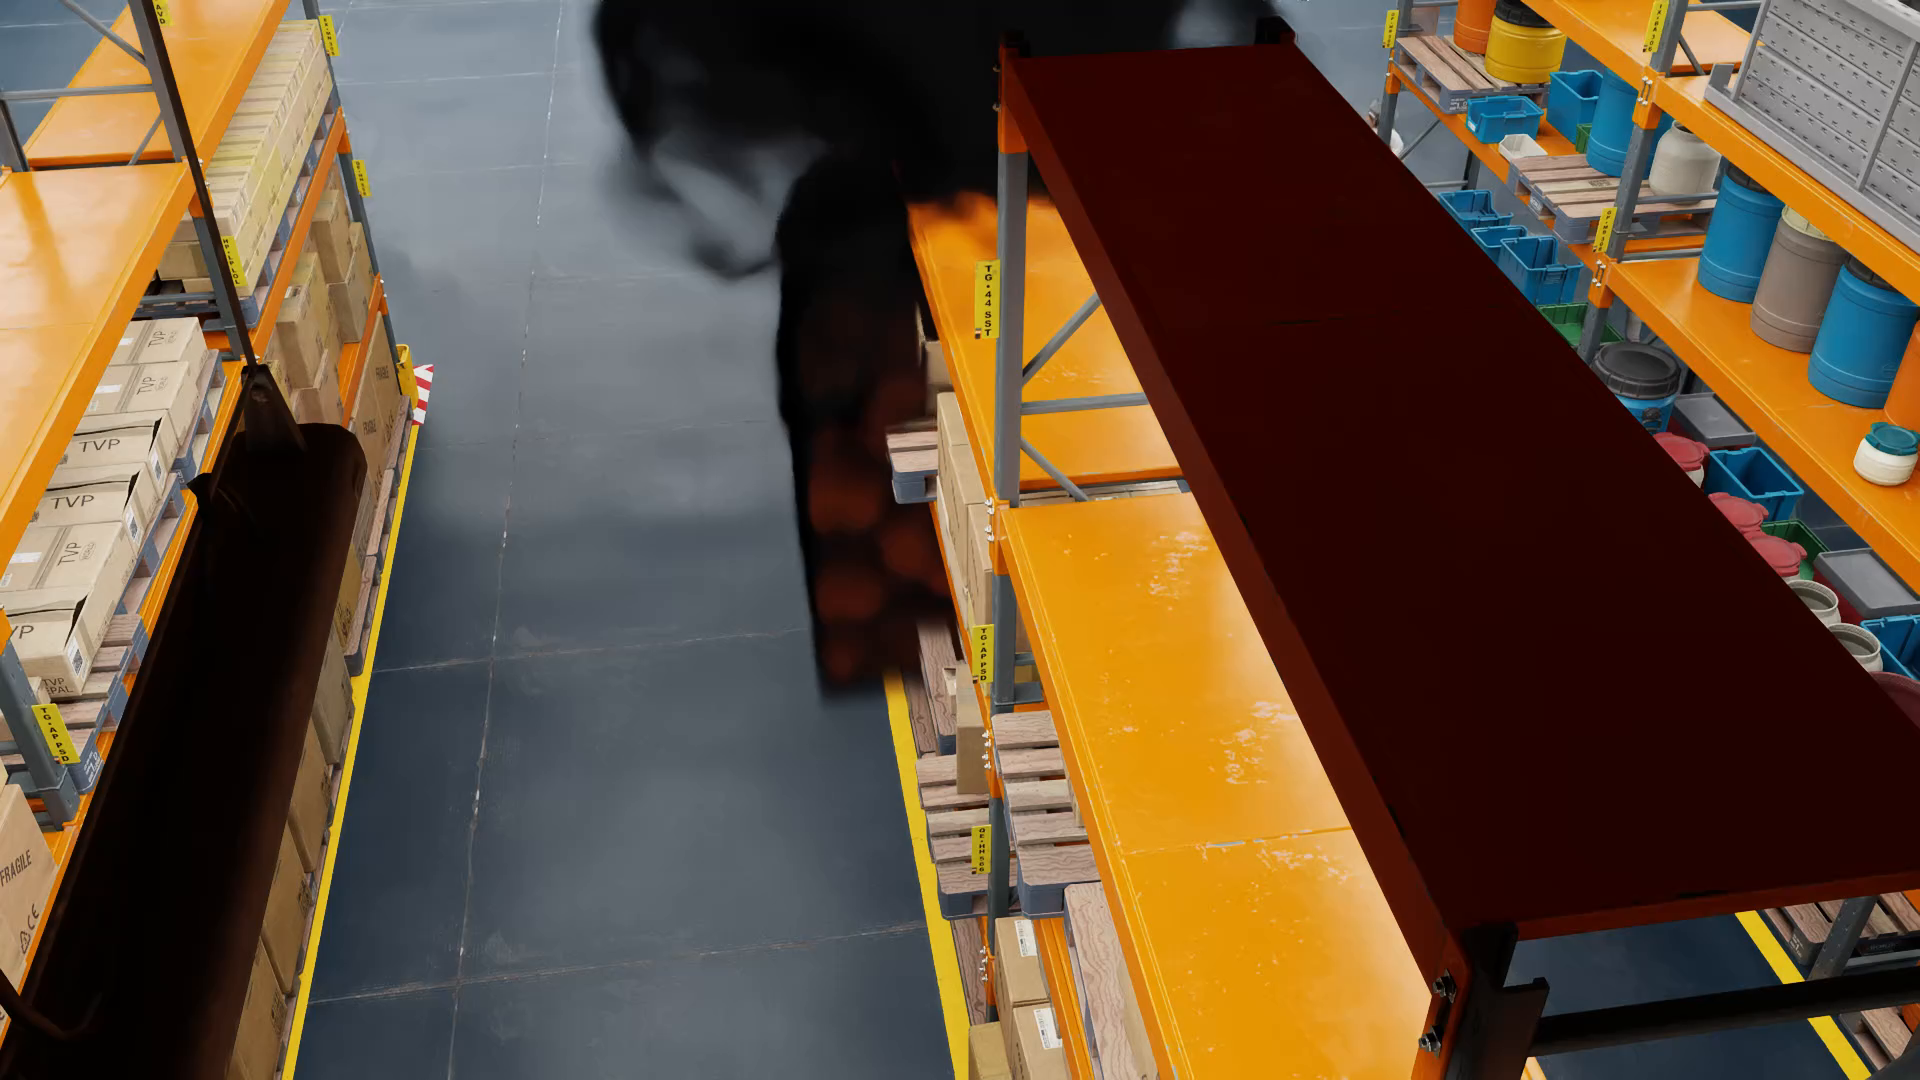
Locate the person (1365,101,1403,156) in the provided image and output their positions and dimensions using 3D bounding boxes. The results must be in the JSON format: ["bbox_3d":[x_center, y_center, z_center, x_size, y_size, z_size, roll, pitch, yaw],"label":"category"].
[{"bbox_3d":[4.168,-3.618,16.950,0.775,1.755,0.597,18,40,23],"label":"person"}]

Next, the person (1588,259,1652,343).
[{"bbox_3d":[5.976,-2.531,14.879,0.651,1.818,0.824,-6,37,-8],"label":"person"}]
